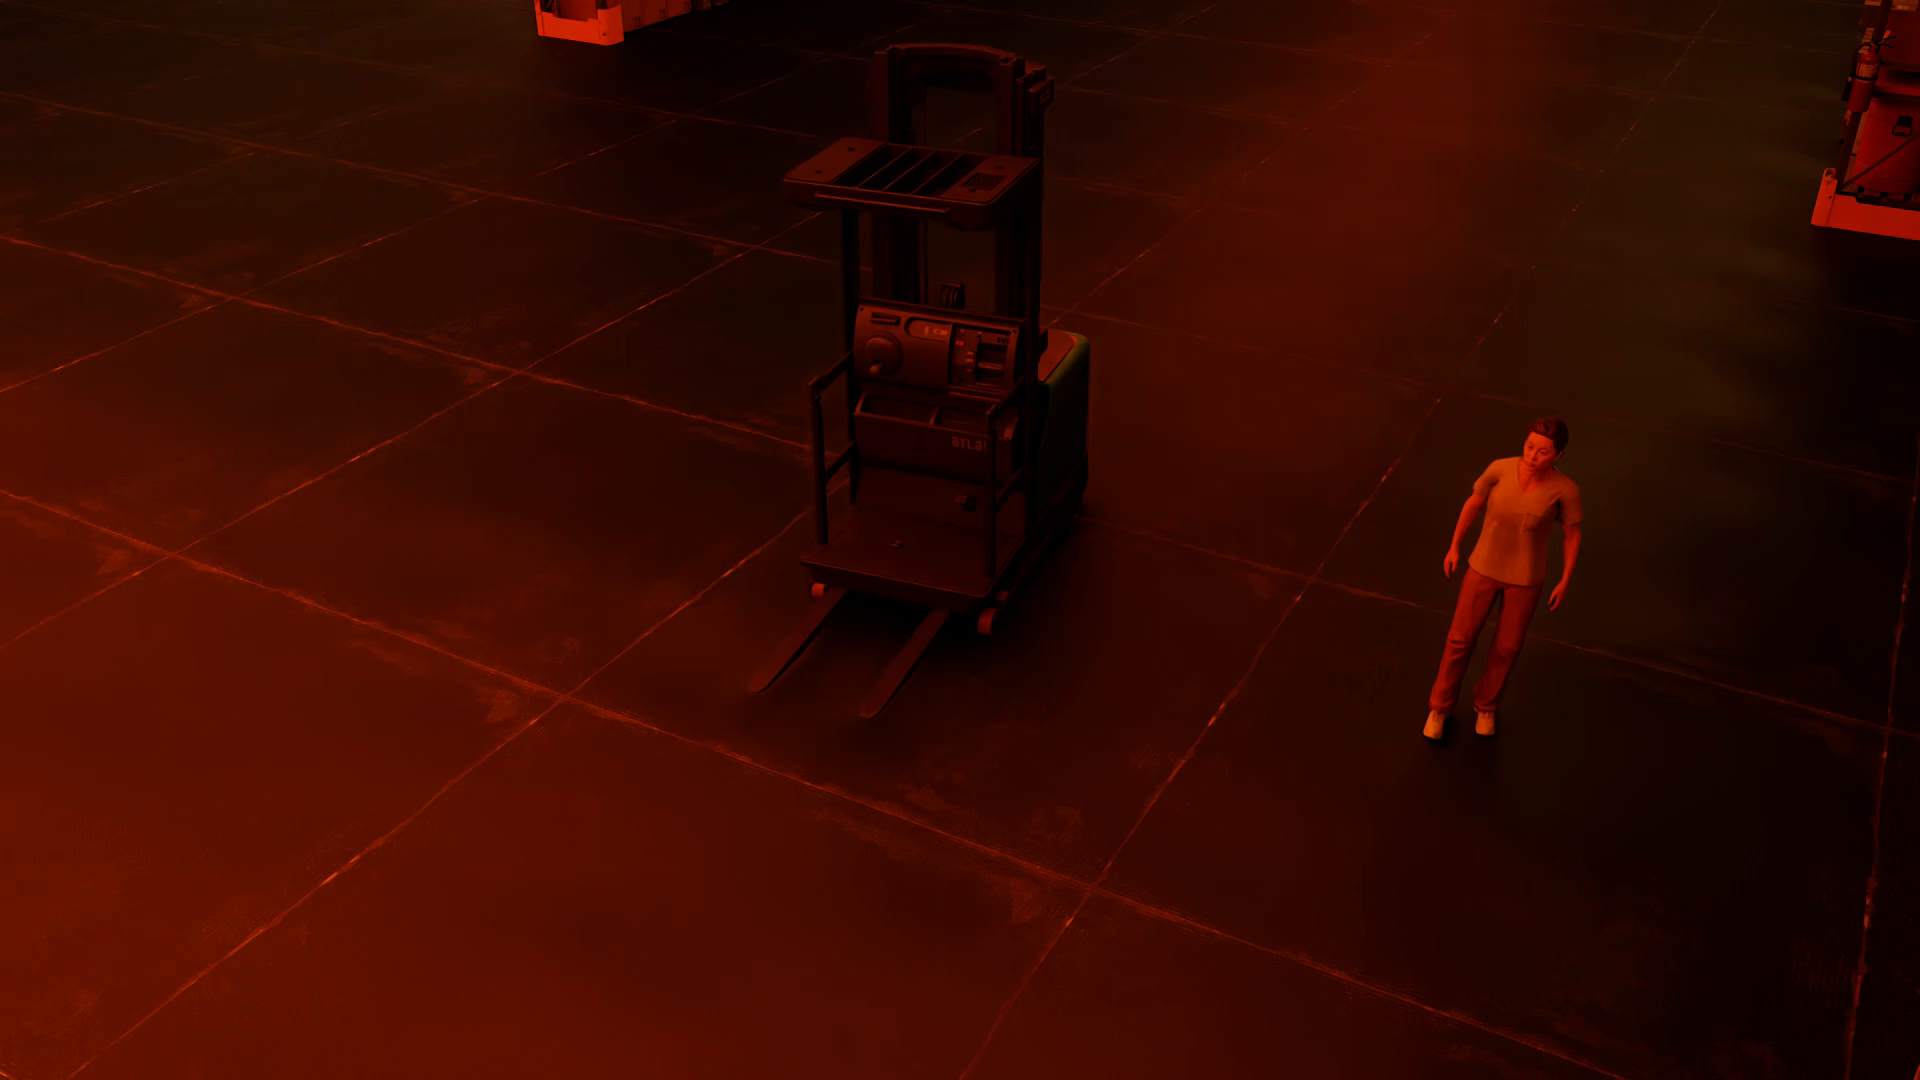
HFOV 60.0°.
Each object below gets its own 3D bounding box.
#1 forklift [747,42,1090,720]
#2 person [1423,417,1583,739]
[{"bbox_3d":[-0.206,-0.975,8.760,1.130,2.935,3.031,11,32,18],"label":"forklift"},{"bbox_3d":[2.610,0.203,7.975,0.592,1.677,0.528,13,32,21],"label":"person"}]
